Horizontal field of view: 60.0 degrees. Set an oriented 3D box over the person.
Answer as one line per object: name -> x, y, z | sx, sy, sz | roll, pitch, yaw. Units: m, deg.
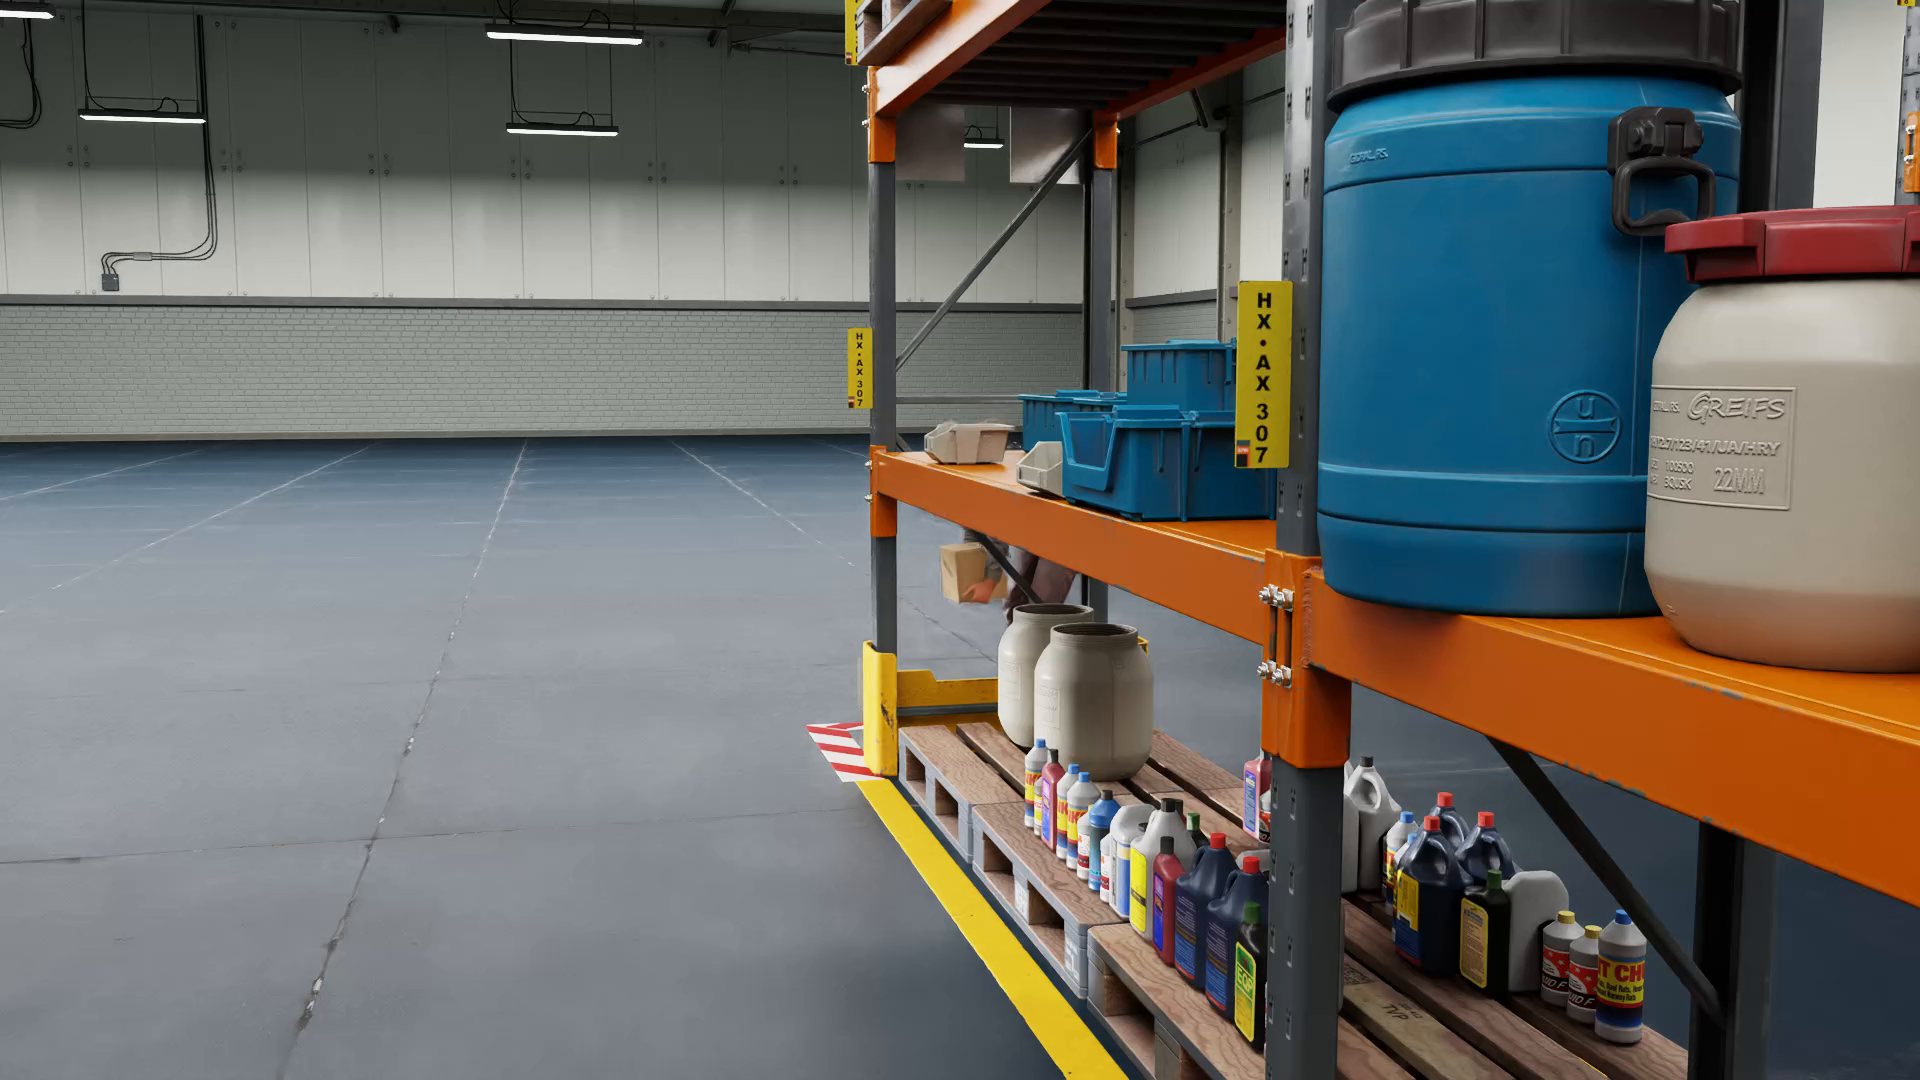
person -> 0.251, 0.116, 8.069 | 0.861, 1.388, 0.469 | -2, 7, -22
